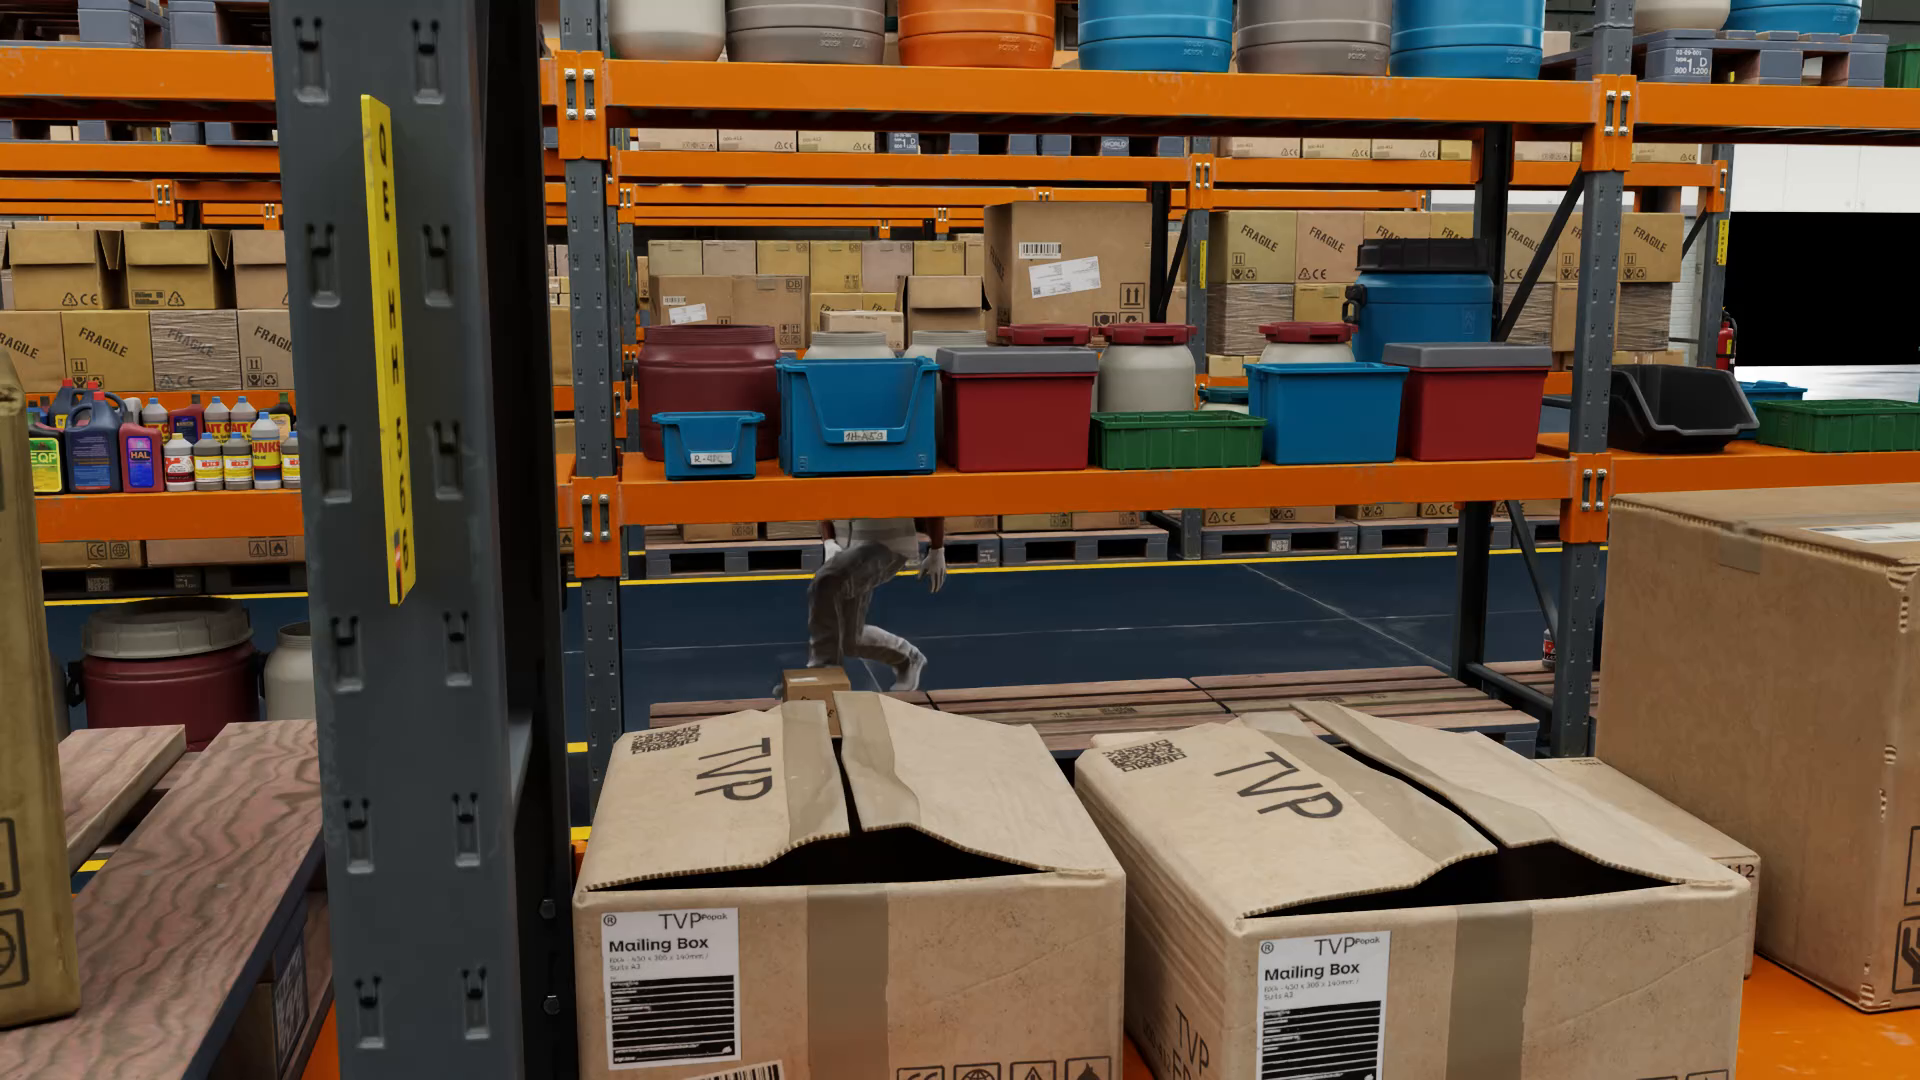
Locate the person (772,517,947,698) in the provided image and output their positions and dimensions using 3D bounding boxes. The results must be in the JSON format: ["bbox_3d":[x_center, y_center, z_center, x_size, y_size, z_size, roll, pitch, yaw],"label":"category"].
[{"bbox_3d":[-0.428,-0.001,7.376,0.519,1.591,1.068,7,12,37],"label":"person"}]
